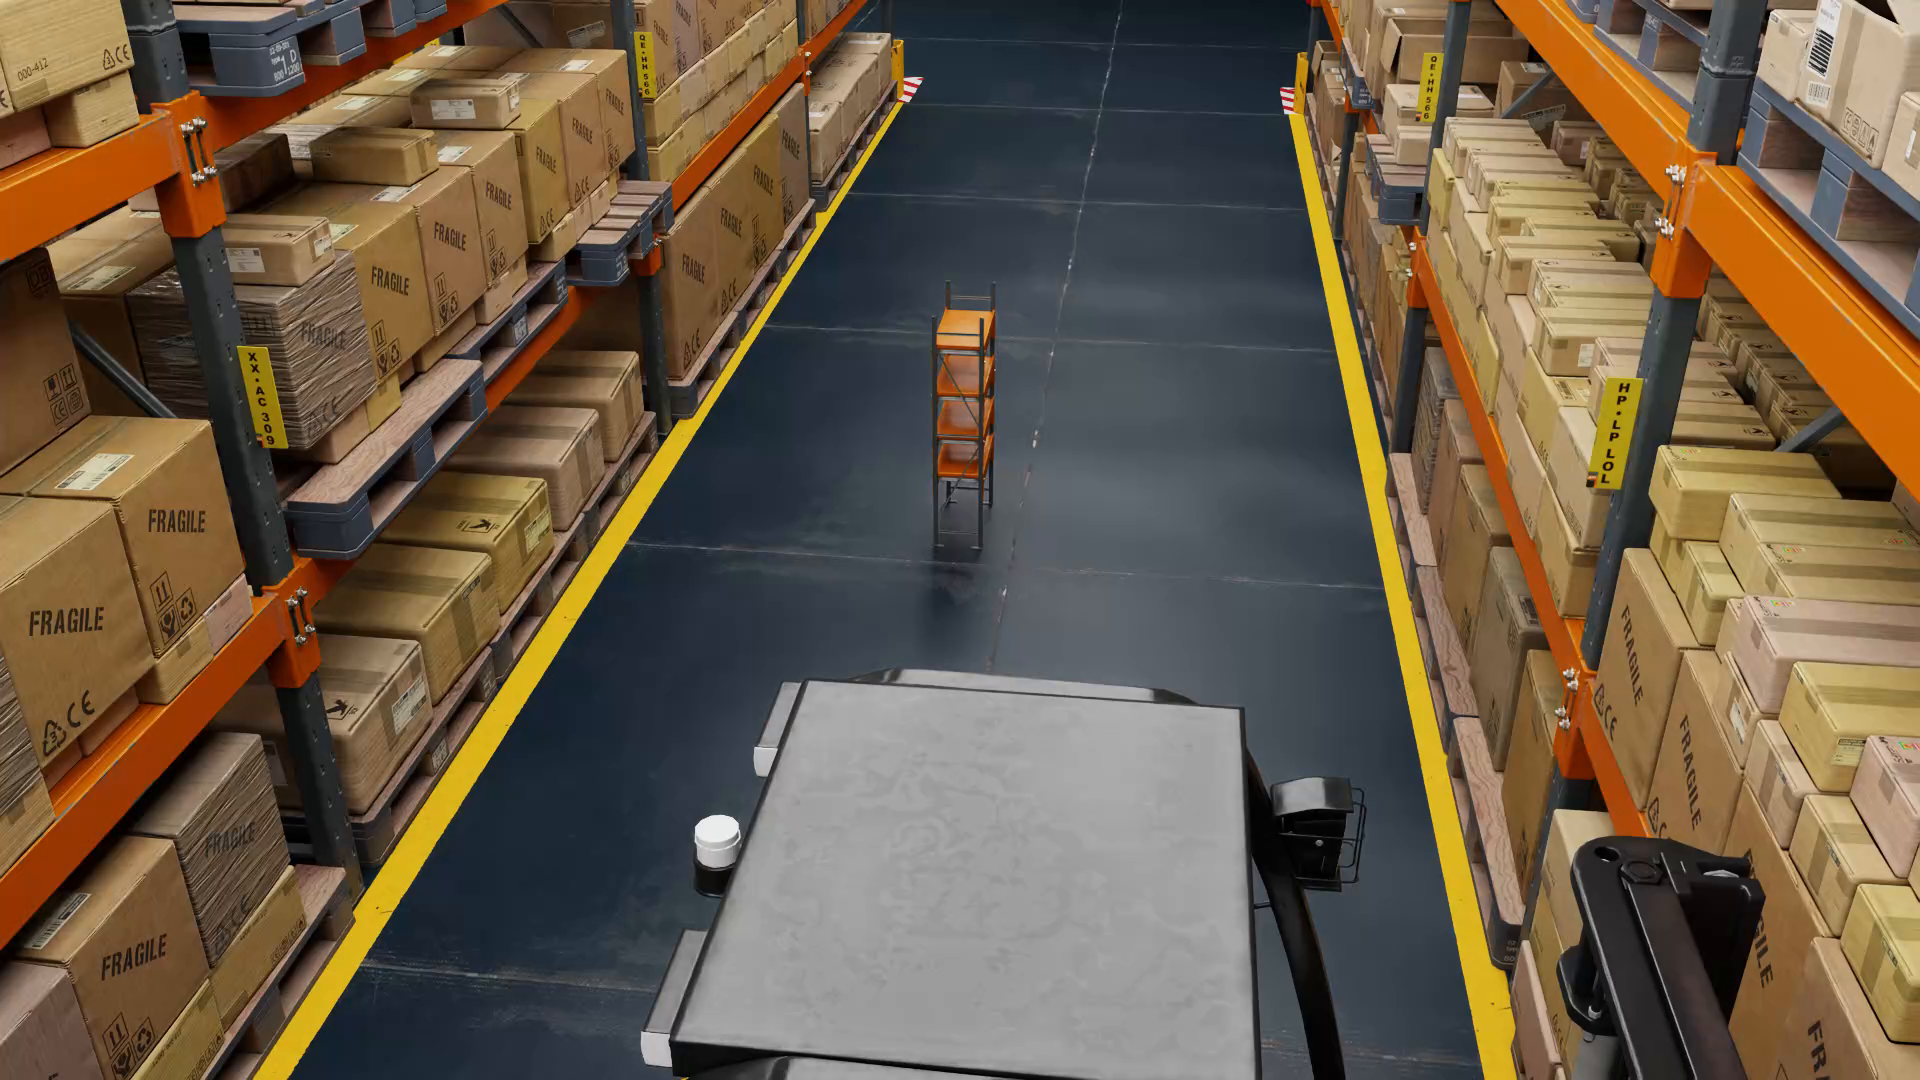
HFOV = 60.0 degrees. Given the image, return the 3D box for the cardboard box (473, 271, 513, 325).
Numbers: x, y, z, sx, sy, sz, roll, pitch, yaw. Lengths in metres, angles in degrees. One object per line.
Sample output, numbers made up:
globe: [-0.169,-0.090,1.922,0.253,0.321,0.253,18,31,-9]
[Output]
cardboard box: [-2.054,-0.998,6.762,0.380,0.149,0.250,4,29,8]

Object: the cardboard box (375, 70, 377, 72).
cardboard box: [-5.934,-4.629,16.242,0.380,0.149,0.250,4,29,7]

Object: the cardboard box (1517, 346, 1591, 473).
cardboard box: [2.167,-0.426,5.509,0.500,0.250,0.500,3,28,5]

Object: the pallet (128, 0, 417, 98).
pallet: [-2.441,-1.592,5.078,1.213,0.211,1.003,3,28,6]

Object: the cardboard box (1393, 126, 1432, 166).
cardboard box: [2.494,-2.072,8.755,0.380,0.149,0.250,4,29,7]

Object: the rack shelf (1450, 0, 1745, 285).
rack shelf: [2.550,-1.729,5.892,1.077,0.370,4.000,3,28,6]

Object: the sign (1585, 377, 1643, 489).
sign: [1.765,-0.285,4.479,0.100,0.325,0.005,3,28,6]

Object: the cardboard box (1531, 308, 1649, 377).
cardboard box: [2.123,-0.653,5.510,0.380,0.149,0.250,2,28,5]

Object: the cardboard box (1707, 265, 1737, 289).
cardboard box: [2.769,-0.863,5.900,0.380,0.149,0.250,3,28,6]

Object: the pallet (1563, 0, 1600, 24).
pallet: [2.666,-2.052,5.933,1.003,0.211,1.213,5,29,9]

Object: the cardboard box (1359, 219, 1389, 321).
cardboard box: [2.812,-1.689,10.416,0.500,0.500,0.500,2,28,4]

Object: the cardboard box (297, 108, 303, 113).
cardboard box: [-6.129,-3.900,14.889,0.380,0.149,0.250,4,29,8]

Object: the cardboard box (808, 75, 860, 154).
cardboard box: [-1.349,-3.603,14.035,0.875,0.438,0.875,3,28,5]

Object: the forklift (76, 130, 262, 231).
forklift: [-4.513,-2.056,8.975,1.130,2.935,3.031,4,29,7]

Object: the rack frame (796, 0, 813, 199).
rack frame: [-1.642,-3.836,12.207,1.000,3.000,0.127,3,28,6]

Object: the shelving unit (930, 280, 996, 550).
shelving unit: [0.020,-0.606,8.110,0.258,1.200,0.503,3,28,6]

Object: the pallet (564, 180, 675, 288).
pallet: [-2.114,-1.527,8.124,1.213,0.211,1.003,3,28,6]

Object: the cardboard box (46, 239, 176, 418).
cardboard box: [-2.793,-0.661,5.452,0.500,0.500,0.500,3,28,5]

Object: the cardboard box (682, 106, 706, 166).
cardboard box: [-1.777,-2.345,9.599,0.500,0.250,0.500,3,28,5]

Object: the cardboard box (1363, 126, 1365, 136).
cardboard box: [3.037,-2.893,11.653,0.380,0.149,0.250,3,28,5]

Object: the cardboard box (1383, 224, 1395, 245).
cardboard box: [2.794,-1.906,10.134,0.380,0.149,0.250,2,28,4]

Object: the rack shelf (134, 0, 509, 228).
rack shelf: [-2.377,-2.015,6.424,1.077,0.370,4.000,3,28,6]

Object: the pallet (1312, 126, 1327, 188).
pallet: [3.517,-3.220,14.005,1.003,0.211,1.213,3,28,6]

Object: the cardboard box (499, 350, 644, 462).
cardboard box: [-2.211,-0.716,8.743,0.950,0.372,0.625,1,28,3]

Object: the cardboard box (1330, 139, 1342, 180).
cardboard box: [3.105,-2.978,13.054,0.396,0.266,0.258,4,29,8]

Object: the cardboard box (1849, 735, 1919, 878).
cardboard box: [1.892,0.500,3.056,0.380,0.149,0.250,3,28,6]

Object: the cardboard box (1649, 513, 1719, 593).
cardboard box: [2.005,0.022,4.258,0.380,0.149,0.250,3,28,5]

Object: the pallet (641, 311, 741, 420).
pallet: [-1.961,-1.092,10.054,1.003,0.211,1.213,3,28,6]

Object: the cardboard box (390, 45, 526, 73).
cardboard box: [-2.417,-2.114,8.150,0.500,0.500,0.500,3,28,5]

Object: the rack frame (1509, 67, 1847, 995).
rack frame: [2.305,0.217,4.685,1.000,3.000,0.127,3,28,6]

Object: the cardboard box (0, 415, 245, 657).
cardboard box: [-2.430,-0.021,4.708,0.500,0.500,0.500,3,28,5]

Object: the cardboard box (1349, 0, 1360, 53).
cardboard box: [3.004,-3.563,11.153,0.700,0.500,0.500,4,29,7]

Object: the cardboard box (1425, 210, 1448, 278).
cardboard box: [2.498,-1.405,7.854,0.500,0.250,0.500,3,29,6]

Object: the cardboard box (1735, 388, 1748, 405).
cardboard box: [2.693,-0.397,5.456,0.500,0.250,0.500,3,28,6]

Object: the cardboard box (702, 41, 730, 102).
cardboard box: [-1.687,-2.808,9.931,0.500,0.250,0.500,3,28,6]

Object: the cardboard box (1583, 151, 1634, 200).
cardboard box: [2.942,-1.583,7.236,0.380,0.149,0.250,3,28,6]

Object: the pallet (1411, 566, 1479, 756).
pallet: [2.503,0.519,7.063,1.003,0.211,1.213,3,28,6]

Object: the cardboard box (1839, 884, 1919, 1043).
cardboard box: [1.795,0.749,2.909,0.380,0.149,0.250,3,28,5]

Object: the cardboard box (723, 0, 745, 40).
cardboard box: [-1.634,-3.369,10.181,0.500,0.500,0.500,4,29,7]

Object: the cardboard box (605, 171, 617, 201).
cardboard box: [-1.900,-1.729,8.118,0.380,0.149,0.250,4,29,7]

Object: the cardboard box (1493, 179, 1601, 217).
cardboard box: [2.405,-1.371,6.843,0.380,0.149,0.250,4,29,7]

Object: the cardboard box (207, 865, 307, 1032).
cardboard box: [-2.428,1.250,5.224,0.500,0.250,0.500,5,29,9]

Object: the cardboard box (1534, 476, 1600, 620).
cardboard box: [2.107,0.030,5.189,0.500,0.250,0.500,4,29,7]

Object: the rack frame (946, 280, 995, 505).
rack frame: [0.050,-0.721,8.323,0.240,1.200,0.015,3,28,6]

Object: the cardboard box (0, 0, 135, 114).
cardboard box: [-2.409,-1.231,4.055,0.500,0.250,0.500,3,28,6]

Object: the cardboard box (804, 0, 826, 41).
cardboard box: [-1.325,-4.085,12.565,0.500,0.500,0.500,4,29,8]

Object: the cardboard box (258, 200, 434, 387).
cardboard box: [-2.219,-0.870,5.840,0.500,0.500,0.500,3,29,6]

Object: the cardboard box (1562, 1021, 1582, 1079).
cardboard box: [1.879,1.469,4.290,0.500,0.250,0.500,3,28,6]

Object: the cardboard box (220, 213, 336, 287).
cardboard box: [-2.213,-0.916,5.242,0.380,0.149,0.250,3,28,6]

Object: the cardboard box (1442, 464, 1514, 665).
cardboard box: [2.550,0.112,6.940,0.875,0.625,0.625,2,28,4]
